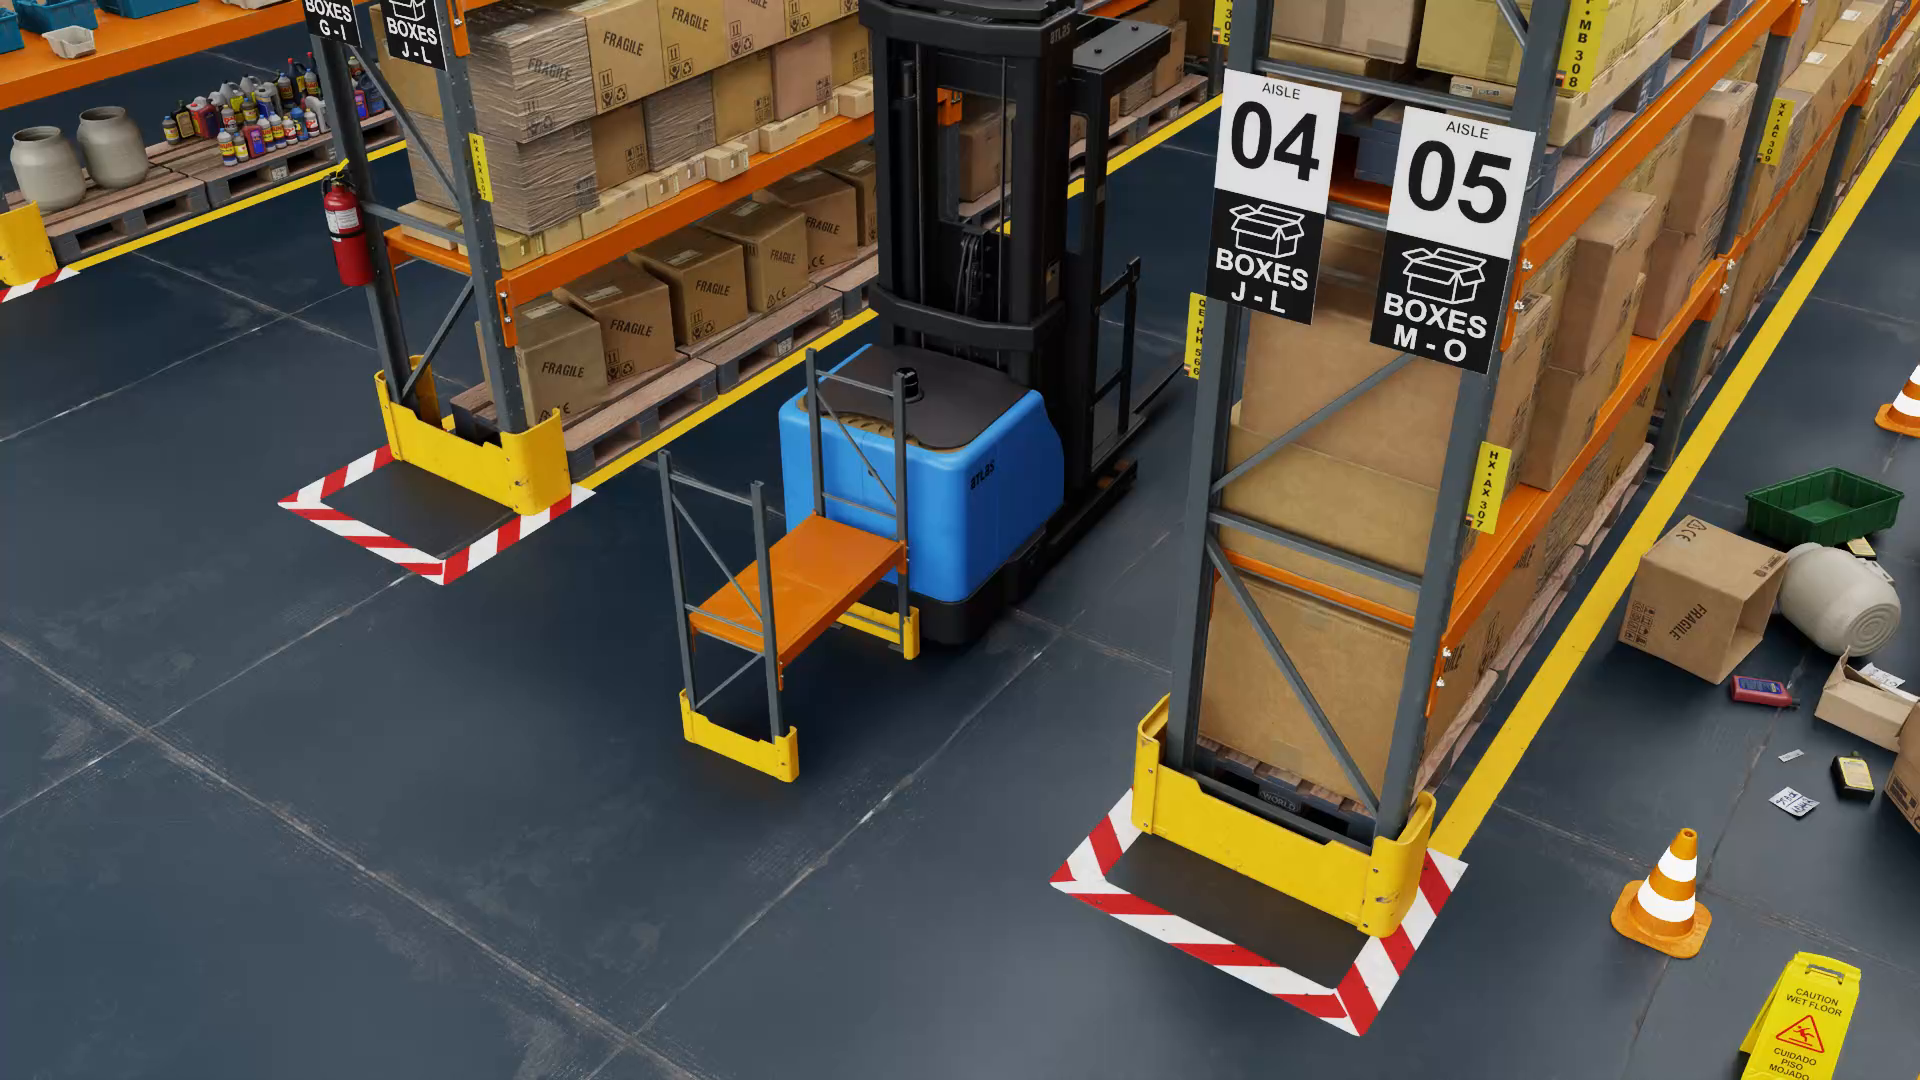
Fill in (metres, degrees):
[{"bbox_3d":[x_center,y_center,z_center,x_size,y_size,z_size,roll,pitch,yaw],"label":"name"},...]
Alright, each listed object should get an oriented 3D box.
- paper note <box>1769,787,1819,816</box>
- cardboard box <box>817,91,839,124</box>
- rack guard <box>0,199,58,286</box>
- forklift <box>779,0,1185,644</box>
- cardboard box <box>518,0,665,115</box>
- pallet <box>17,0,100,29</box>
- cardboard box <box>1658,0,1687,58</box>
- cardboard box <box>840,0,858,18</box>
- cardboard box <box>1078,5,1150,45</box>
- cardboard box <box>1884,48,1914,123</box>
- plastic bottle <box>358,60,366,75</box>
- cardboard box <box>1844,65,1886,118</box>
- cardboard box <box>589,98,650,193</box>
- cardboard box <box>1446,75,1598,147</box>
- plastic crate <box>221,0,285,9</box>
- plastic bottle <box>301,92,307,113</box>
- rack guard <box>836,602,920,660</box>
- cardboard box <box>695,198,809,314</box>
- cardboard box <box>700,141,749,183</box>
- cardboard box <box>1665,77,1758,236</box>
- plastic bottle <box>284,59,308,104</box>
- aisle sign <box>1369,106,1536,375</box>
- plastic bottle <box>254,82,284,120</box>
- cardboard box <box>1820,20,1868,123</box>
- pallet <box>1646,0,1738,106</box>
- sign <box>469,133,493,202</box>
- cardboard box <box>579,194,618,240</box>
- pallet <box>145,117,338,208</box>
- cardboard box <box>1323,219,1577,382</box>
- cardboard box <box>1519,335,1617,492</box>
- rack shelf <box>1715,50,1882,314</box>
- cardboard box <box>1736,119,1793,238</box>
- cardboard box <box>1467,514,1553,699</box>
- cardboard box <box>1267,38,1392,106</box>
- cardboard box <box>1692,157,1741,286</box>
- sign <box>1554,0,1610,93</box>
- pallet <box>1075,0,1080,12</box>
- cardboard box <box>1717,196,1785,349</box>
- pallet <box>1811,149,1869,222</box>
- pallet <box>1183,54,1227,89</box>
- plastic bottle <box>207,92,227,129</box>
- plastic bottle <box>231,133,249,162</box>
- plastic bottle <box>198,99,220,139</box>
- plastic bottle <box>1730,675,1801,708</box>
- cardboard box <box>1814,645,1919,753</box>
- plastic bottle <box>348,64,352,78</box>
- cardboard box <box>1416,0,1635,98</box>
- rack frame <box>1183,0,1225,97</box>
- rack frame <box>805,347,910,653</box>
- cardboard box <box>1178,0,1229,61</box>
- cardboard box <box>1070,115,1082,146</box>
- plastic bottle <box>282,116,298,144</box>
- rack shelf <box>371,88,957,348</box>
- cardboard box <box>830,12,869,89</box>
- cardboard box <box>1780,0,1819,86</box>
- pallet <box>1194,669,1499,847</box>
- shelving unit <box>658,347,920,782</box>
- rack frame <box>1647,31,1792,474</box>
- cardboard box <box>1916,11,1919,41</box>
[{"bbox_3d":[3.552,1.112,7.079,0.142,0.017,0.144,-22,40,-29],"label":"paper note"},{"bbox_3d":[-0.975,-2.701,10.291,0.380,0.149,0.250,21,39,28],"label":"cardboard box"},{"bbox_3d":[-6.795,-2.185,11.535,1.175,0.500,0.348,21,39,28],"label":"rack guard"},{"bbox_3d":[0.319,-1.515,8.374,1.130,2.935,3.031,18,38,25],"label":"forklift"},{"bbox_3d":[-1.902,-2.562,8.613,0.500,0.500,0.500,21,39,28],"label":"cardboard box"},{"bbox_3d":[-9.074,-5.088,16.085,1.003,0.211,1.213,21,39,28],"label":"pallet"},{"bbox_3d":[2.321,-1.832,5.864,0.380,0.149,0.250,21,40,28],"label":"cardboard box"},{"bbox_3d":[-0.764,-3.483,9.975,0.500,0.500,0.500,21,39,28],"label":"cardboard box"},{"bbox_3d":[1.180,-4.163,13.397,0.500,0.250,0.500,26,42,33],"label":"cardboard box"},{"bbox_3d":[7.325,-3.727,13.440,0.500,0.500,0.500,20,39,27],"label":"cardboard box"},{"bbox_3d":[-5.060,-4.057,14.114,0.097,0.271,0.097,0,34,0],"label":"plastic bottle"},{"bbox_3d":[6.440,-3.329,12.182,0.500,0.250,0.500,19,39,26],"label":"cardboard box"},{"bbox_3d":[-2.208,-2.266,9.069,0.875,0.500,0.500,21,39,28],"label":"cardboard box"},{"bbox_3d":[1.746,-1.367,5.177,0.380,0.149,0.250,22,40,29],"label":"cardboard box"},{"bbox_3d":[-5.236,-4.074,12.332,0.530,0.136,0.437,21,39,28],"label":"plastic crate"},{"bbox_3d":[-5.126,-3.403,13.137,0.061,0.283,0.133,21,39,28],"label":"plastic bottle"},{"bbox_3d":[-0.459,0.366,7.985,0.587,0.250,0.087,18,38,25],"label":"rack guard"},{"bbox_3d":[-1.320,-1.820,10.620,0.500,0.500,0.500,18,38,24],"label":"cardboard box"},{"bbox_3d":[-1.437,-2.199,9.548,0.380,0.149,0.250,21,39,28],"label":"cardboard box"},{"bbox_3d":[3.111,-1.859,7.724,0.875,0.550,0.550,21,39,28],"label":"cardboard box"},{"bbox_3d":[-5.427,-3.771,13.620,0.144,0.351,0.185,20,39,26],"label":"plastic bottle"},{"bbox_3d":[1.493,-0.906,5.092,0.394,0.787,0.004,21,39,28],"label":"aisle sign"},{"bbox_3d":[-5.534,-3.508,13.299,0.152,0.276,0.135,21,39,28],"label":"plastic bottle"},{"bbox_3d":[5.241,-2.929,10.314,0.500,0.500,0.500,21,39,27],"label":"cardboard box"},{"bbox_3d":[2.396,-2.072,6.538,1.003,0.211,1.213,21,39,28],"label":"pallet"},{"bbox_3d":[-2.284,-1.774,7.923,0.100,0.325,0.005,21,39,28],"label":"sign"},{"bbox_3d":[-2.059,-1.759,8.898,0.380,0.149,0.250,21,39,28],"label":"cardboard box"},{"bbox_3d":[-5.631,-2.997,12.993,1.003,0.211,1.213,21,39,28],"label":"pallet"},{"bbox_3d":[1.768,-0.908,6.318,0.875,0.550,0.550,21,39,28],"label":"cardboard box"},{"bbox_3d":[2.179,-0.683,6.948,0.875,0.550,0.550,21,39,28],"label":"cardboard box"},{"bbox_3d":[4.708,-2.421,10.295,1.077,0.370,4.000,21,39,28],"label":"rack shelf"},{"bbox_3d":[4.088,-1.996,8.935,0.500,0.500,0.500,22,40,29],"label":"cardboard box"},{"bbox_3d":[2.119,0.009,7.580,0.875,0.875,0.875,21,39,27],"label":"cardboard box"},{"bbox_3d":[1.198,-1.573,5.481,0.380,0.149,0.250,21,39,28],"label":"cardboard box"},{"bbox_3d":[3.367,-1.687,8.434,0.875,0.550,0.550,21,39,28],"label":"cardboard box"},{"bbox_3d":[1.739,-1.415,4.637,0.100,0.325,0.005,21,39,28],"label":"sign"},{"bbox_3d":[0.106,-3.655,11.649,1.003,0.211,1.213,21,39,28],"label":"pallet"},{"bbox_3d":[4.401,-1.798,10.364,1.050,0.750,0.750,21,39,28],"label":"cardboard box"},{"bbox_3d":[6.295,-2.844,12.767,1.003,0.211,1.213,21,39,28],"label":"pallet"},{"bbox_3d":[2.343,-4.454,15.148,1.003,0.211,1.213,21,39,28],"label":"pallet"},{"bbox_3d":[-5.867,-3.381,13.111,0.152,0.276,0.135,20,39,27],"label":"plastic bottle"},{"bbox_3d":[-5.450,-2.976,12.579,0.097,0.201,0.097,0,34,0],"label":"plastic bottle"},{"bbox_3d":[-5.858,-3.287,12.964,0.061,0.283,0.133,21,39,28],"label":"plastic bottle"},{"bbox_3d":[3.710,0.702,7.658,0.283,0.061,0.133,8,35,12],"label":"plastic bottle"},{"bbox_3d":[4.100,0.713,7.459,0.396,0.266,0.258,29,44,36],"label":"cardboard box"},{"bbox_3d":[-5.134,-3.871,13.828,0.061,0.283,0.133,21,39,28],"label":"plastic bottle"},{"bbox_3d":[1.773,-1.617,5.190,0.500,0.250,0.500,21,39,28],"label":"cardboard box"},{"bbox_3d":[1.831,-5.270,13.866,1.000,3.000,0.127,21,39,28],"label":"rack frame"},{"bbox_3d":[-0.459,-0.152,7.636,0.500,1.500,0.032,18,38,25],"label":"rack frame"},{"bbox_3d":[2.242,-4.875,14.803,1.225,0.875,0.875,19,39,26],"label":"cardboard box"},{"bbox_3d":[0.524,-3.323,12.825,0.700,0.500,0.500,18,38,24],"label":"cardboard box"},{"bbox_3d":[-5.201,-3.178,12.877,0.097,0.201,0.097,0,34,0],"label":"plastic bottle"},{"bbox_3d":[-1.590,-2.211,9.984,1.077,0.370,4.000,21,39,28],"label":"rack shelf"},{"bbox_3d":[-1.071,-3.188,10.432,0.875,0.500,0.500,21,39,28],"label":"cardboard box"},{"bbox_3d":[4.426,-2.955,9.460,0.700,0.500,0.500,22,40,29],"label":"cardboard box"},{"bbox_3d":[1.678,0.804,7.372,1.003,0.211,1.213,21,39,28],"label":"pallet"},{"bbox_3d":[-0.712,0.089,7.280,0.587,1.500,1.083,18,38,25],"label":"shelving unit"},{"bbox_3d":[3.567,-1.799,8.732,1.000,3.000,0.127,21,39,28],"label":"rack frame"},{"bbox_3d":[7.608,-4.274,13.579,0.500,0.250,0.500,23,40,30],"label":"cardboard box"}]
